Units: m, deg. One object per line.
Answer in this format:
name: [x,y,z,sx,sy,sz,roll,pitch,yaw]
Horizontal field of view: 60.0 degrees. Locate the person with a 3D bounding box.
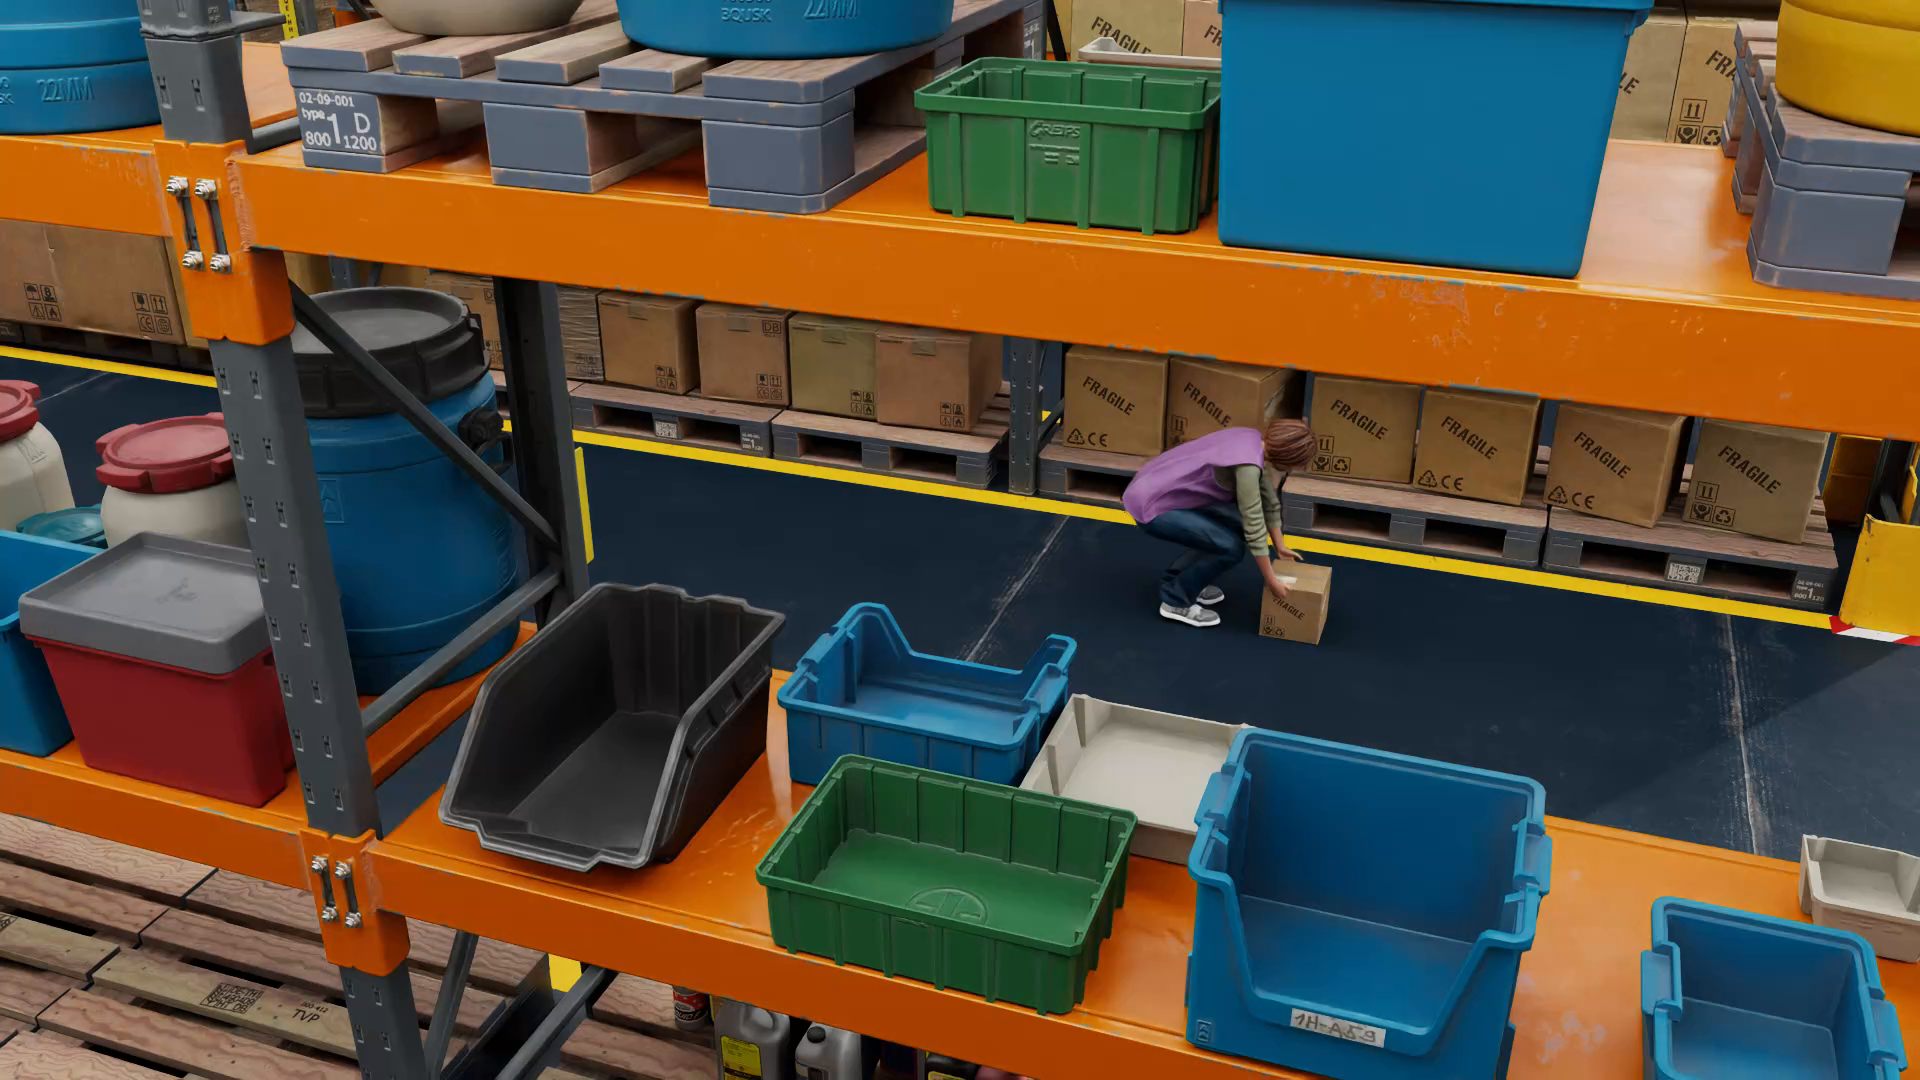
person: [1.094,-0.093,7.110,0.791,0.898,0.443,9,27,18]
